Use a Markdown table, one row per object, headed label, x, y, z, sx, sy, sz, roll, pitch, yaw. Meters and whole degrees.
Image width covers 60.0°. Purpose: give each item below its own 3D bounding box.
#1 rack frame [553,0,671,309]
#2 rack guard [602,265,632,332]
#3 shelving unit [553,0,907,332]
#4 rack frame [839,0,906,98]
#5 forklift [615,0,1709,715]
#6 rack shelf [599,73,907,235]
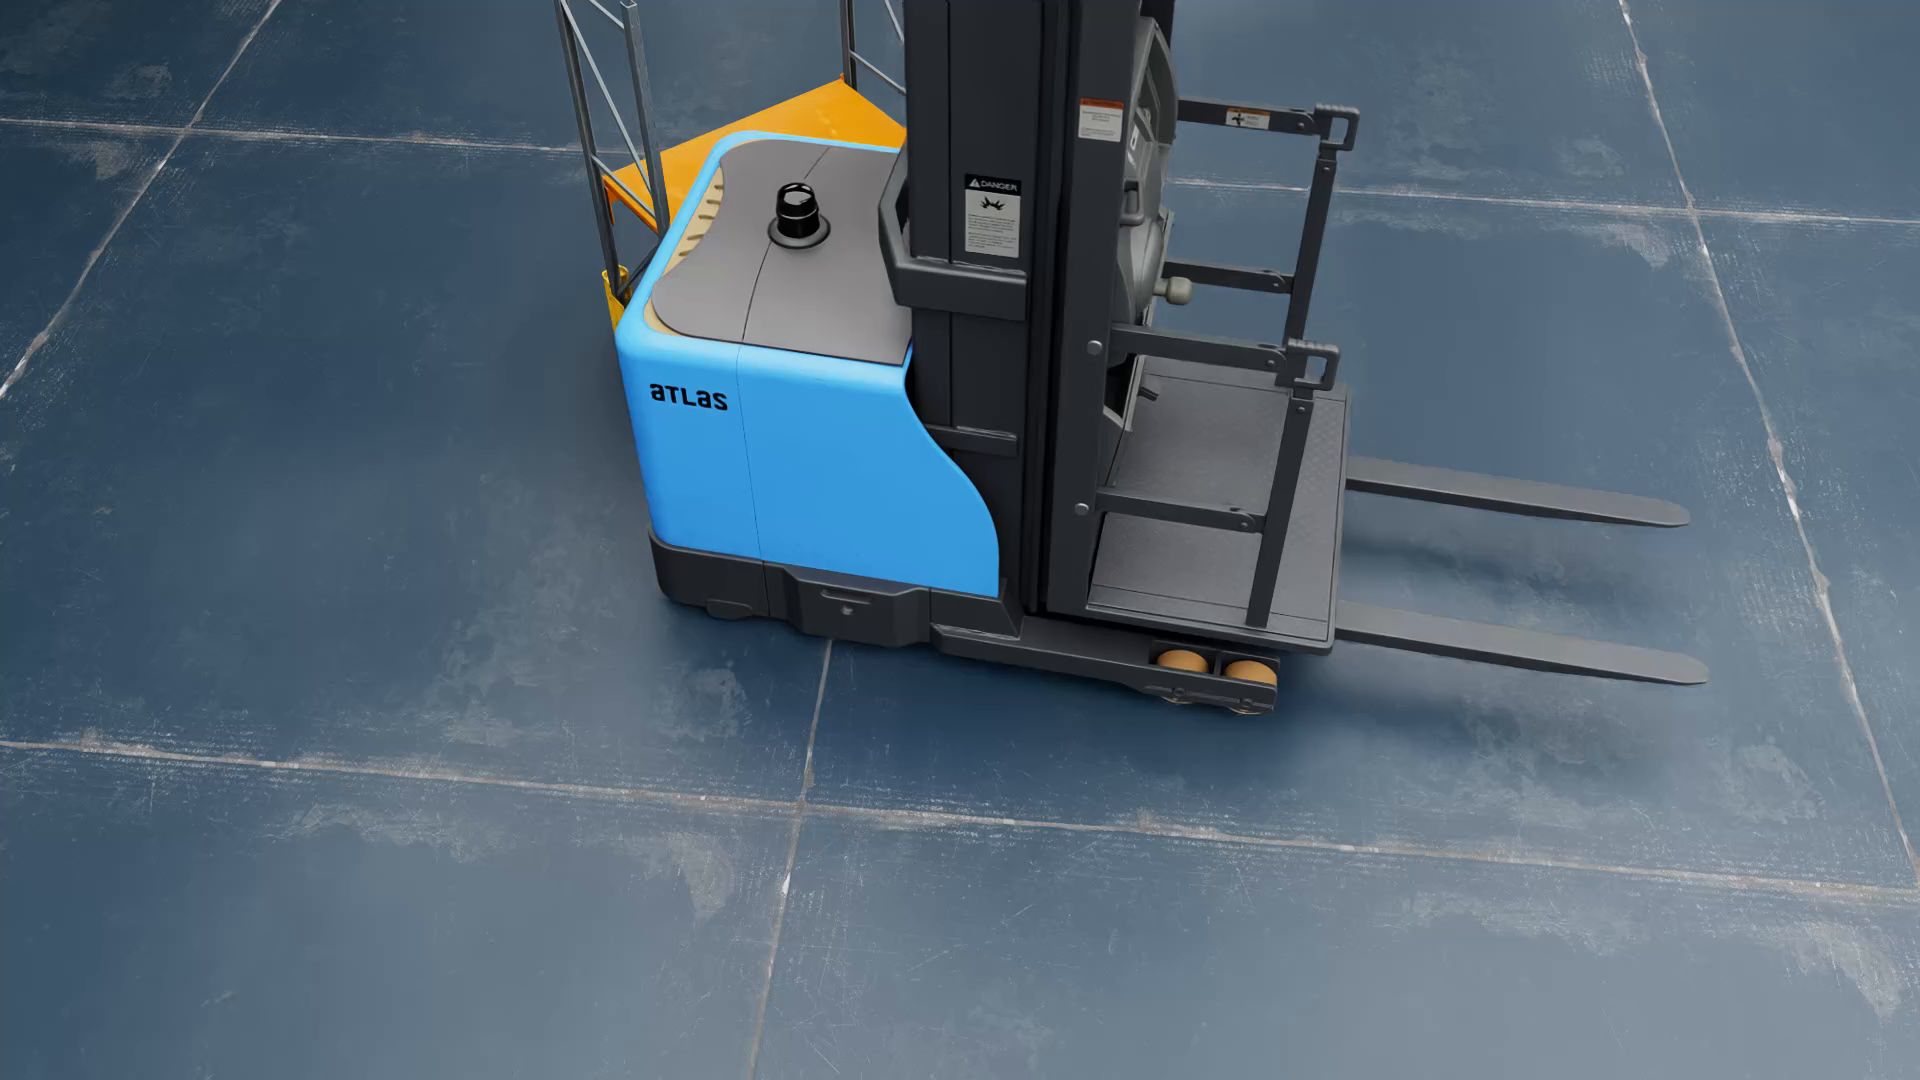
| label | x | y | z | sx | sy | sz | roll | pitch | yaw |
| --- | --- | --- | --- | --- | --- | --- | --- | --- | --- |
| rack frame | -1.050 | -1.101 | 5.240 | 0.032 | 1.500 | 0.500 | -30 | 54 | -24 |
| rack guard | -1.035 | -0.688 | 5.710 | 0.087 | 0.250 | 0.587 | -30 | 54 | -24 |
| shelving unit | -0.641 | -1.334 | 5.454 | 1.083 | 1.500 | 0.587 | -30 | 54 | -24 |
| rack frame | -0.246 | -1.559 | 5.660 | 0.032 | 1.500 | 0.500 | -30 | 54 | -24 |
| forklift | 0.654 | -0.917 | 4.103 | 3.031 | 2.935 | 1.130 | 9 | 48 | 8 |
| rack shelf | -0.648 | -1.209 | 5.583 | 1.000 | 0.185 | 0.538 | -30 | 54 | -24 |
